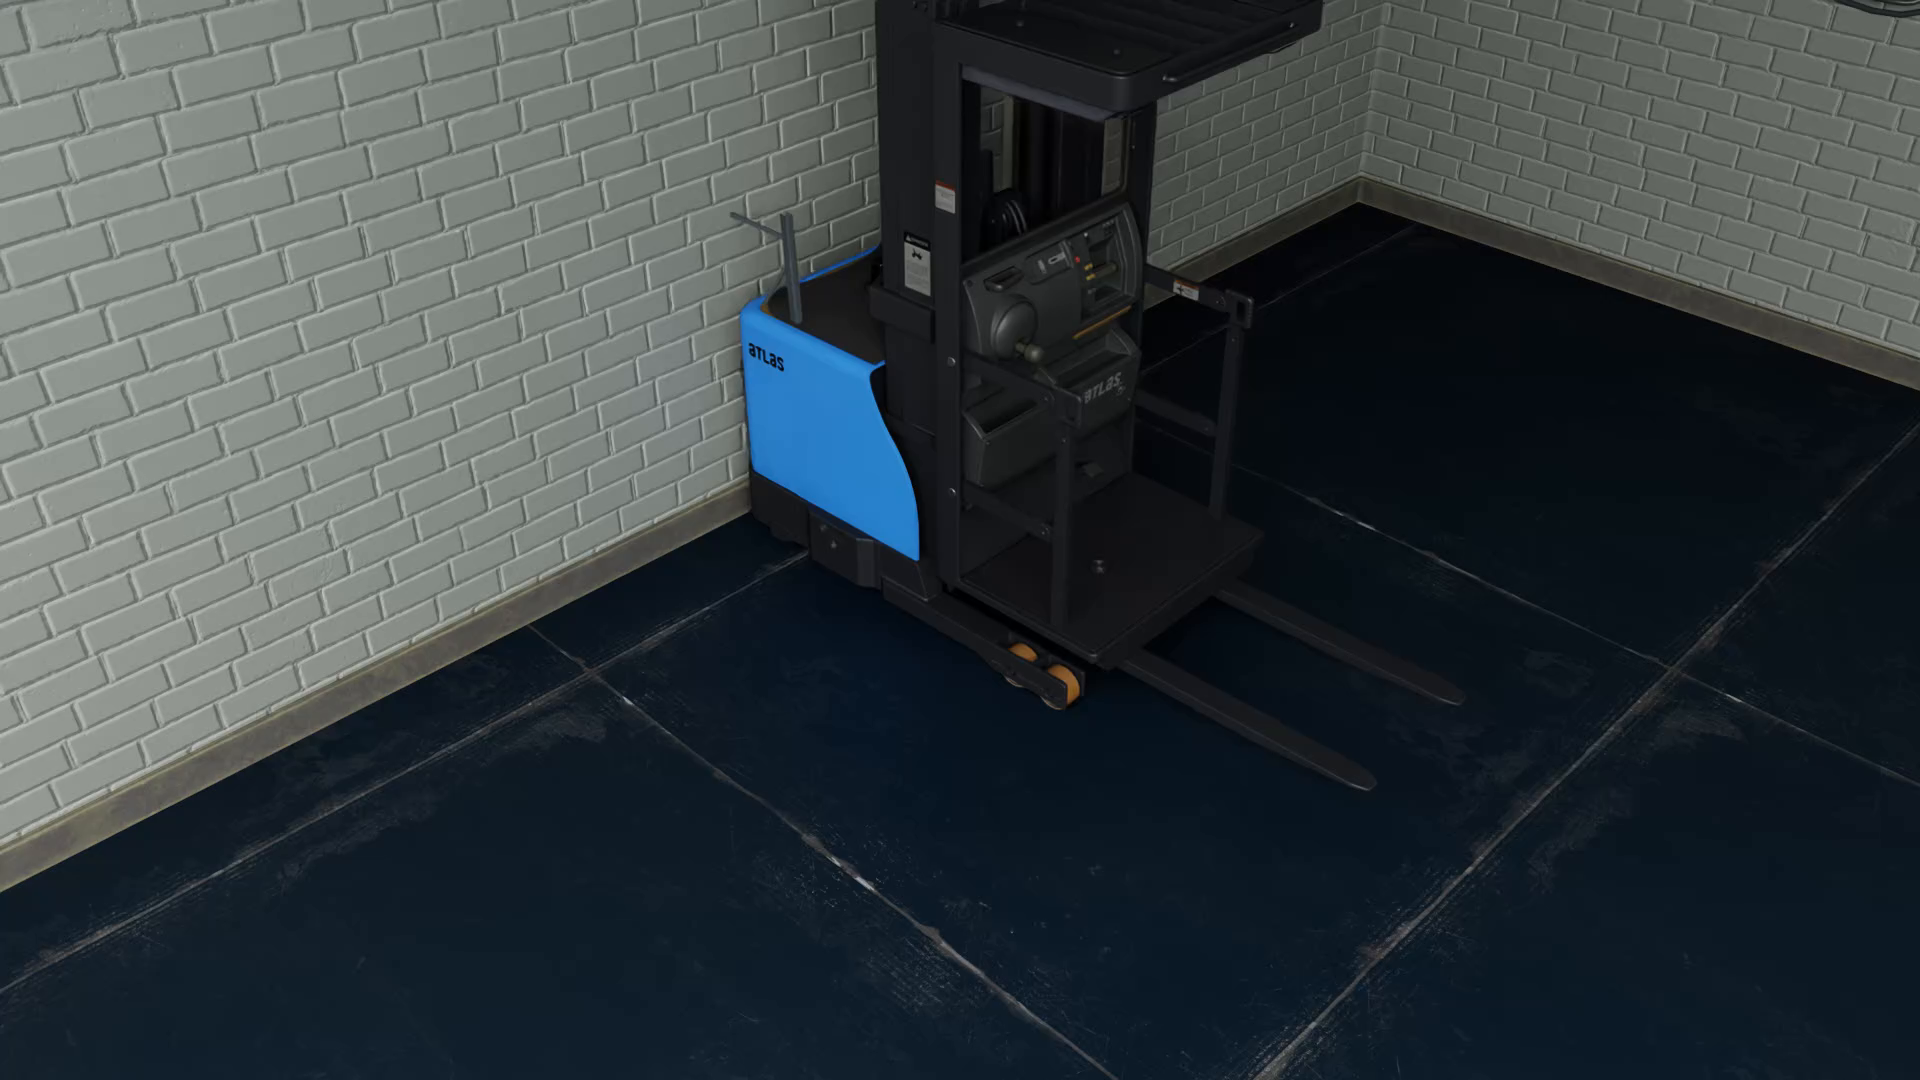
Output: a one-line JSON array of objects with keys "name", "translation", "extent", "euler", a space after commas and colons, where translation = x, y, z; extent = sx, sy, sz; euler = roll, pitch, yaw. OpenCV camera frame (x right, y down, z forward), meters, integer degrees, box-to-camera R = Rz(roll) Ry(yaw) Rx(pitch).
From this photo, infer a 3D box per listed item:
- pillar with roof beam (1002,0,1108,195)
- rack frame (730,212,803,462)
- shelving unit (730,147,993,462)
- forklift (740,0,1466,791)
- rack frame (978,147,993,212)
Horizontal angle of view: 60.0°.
[{"name": "pillar with roof beam", "translation": [3.494, -2.785, 3.376], "extent": [9.100, 9.000, 0.400], "euler": [30, 45, 35]}, {"name": "rack frame", "translation": [-0.783, -0.699, 6.917], "extent": [0.032, 1.500, 0.500], "euler": [-26, 39, -32]}, {"name": "shelving unit", "translation": [-0.397, -0.887, 7.189], "extent": [1.048, 1.500, 0.538], "euler": [-26, 39, -32]}, {"name": "forklift", "translation": [0.508, -0.899, 5.976], "extent": [3.031, 2.935, 1.130], "euler": [28, 44, 34]}, {"name": "rack frame", "translation": [-0.011, -1.075, 7.461], "extent": [0.032, 1.500, 0.500], "euler": [-26, 39, -32]}]
